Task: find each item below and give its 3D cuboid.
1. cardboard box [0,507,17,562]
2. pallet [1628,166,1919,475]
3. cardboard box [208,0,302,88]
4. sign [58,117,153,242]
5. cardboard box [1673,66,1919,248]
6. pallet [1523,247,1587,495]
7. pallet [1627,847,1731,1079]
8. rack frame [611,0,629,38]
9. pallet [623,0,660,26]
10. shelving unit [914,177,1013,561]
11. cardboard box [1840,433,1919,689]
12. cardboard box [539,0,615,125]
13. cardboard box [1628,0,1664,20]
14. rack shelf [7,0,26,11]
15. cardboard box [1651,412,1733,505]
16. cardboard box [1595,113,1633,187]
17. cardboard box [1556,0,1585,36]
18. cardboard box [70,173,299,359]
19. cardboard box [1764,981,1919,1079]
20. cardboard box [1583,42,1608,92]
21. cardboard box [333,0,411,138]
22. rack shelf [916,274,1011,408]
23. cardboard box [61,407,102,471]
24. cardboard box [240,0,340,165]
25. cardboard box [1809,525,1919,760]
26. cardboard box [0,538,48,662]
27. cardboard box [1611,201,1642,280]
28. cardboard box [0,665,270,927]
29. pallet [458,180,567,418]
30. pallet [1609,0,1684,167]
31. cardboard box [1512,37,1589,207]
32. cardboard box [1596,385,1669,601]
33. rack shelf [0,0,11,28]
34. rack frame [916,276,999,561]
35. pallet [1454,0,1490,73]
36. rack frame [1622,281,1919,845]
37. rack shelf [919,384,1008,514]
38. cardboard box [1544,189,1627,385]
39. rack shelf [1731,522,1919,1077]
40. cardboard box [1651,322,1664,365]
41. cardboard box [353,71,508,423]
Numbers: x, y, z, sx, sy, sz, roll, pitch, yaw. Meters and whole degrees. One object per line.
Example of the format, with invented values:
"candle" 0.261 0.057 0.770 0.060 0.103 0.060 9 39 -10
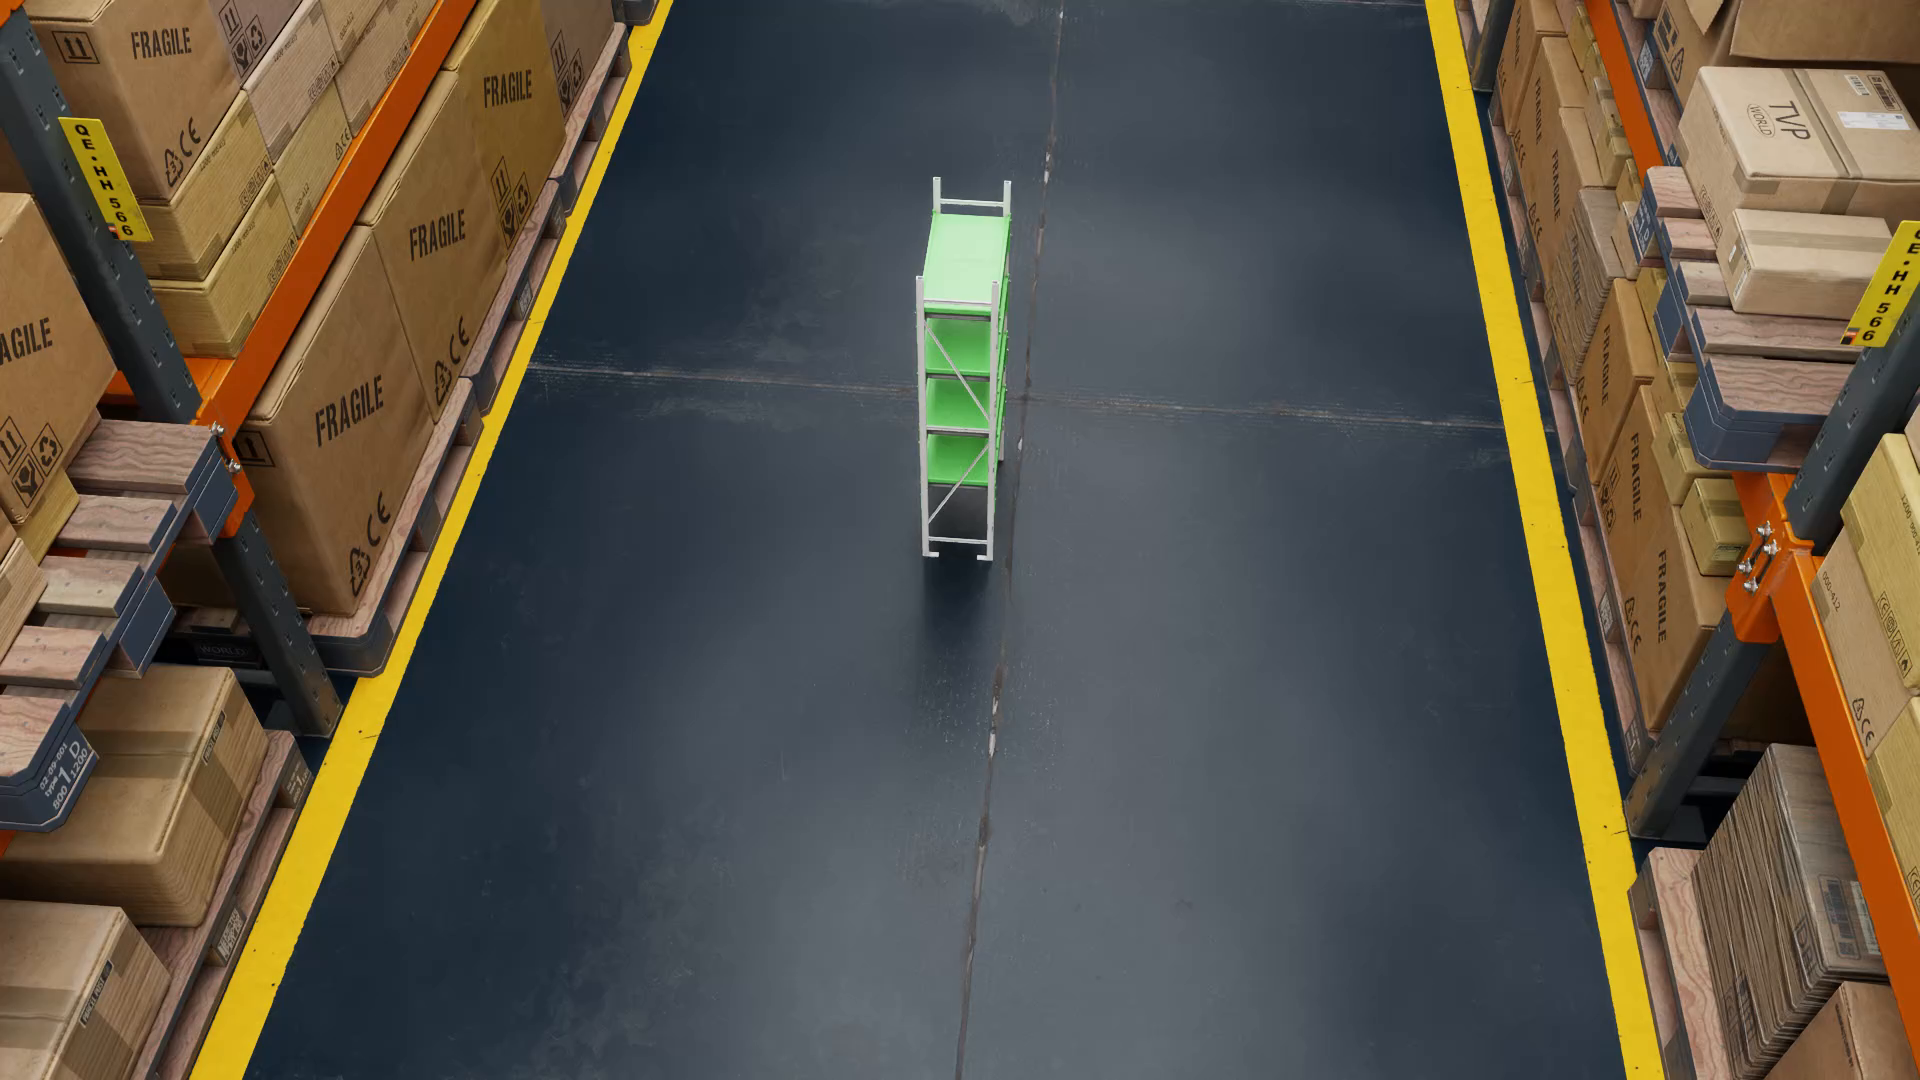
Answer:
"cardboard box" -2.253 -0.010 3.172 0.500 0.500 0.500 3 48 3
"pallet" 2.484 -0.574 4.373 1.213 0.211 1.003 4 48 4
"cardboard box" -2.128 -1.550 4.389 0.500 0.500 0.500 4 48 4
"sign" -1.910 -0.802 3.720 0.100 0.325 0.005 4 48 4
"cardboard box" 2.265 -1.025 4.471 0.500 0.250 0.500 2 48 2
"pallet" 2.711 -0.635 6.188 1.003 0.211 1.213 4 48 4
"pallet" 2.378 1.407 4.320 1.003 0.211 1.213 4 48 4
"rack frame" -2.087 -3.407 6.833 1.000 3.000 0.127 4 48 4
"pallet" -1.940 -3.019 8.368 1.003 0.211 1.213 4 48 4
"shelving unit" 0.015 -0.527 5.419 0.258 1.200 0.503 4 48 4
"cardboard box" 2.183 0.053 3.431 0.500 0.250 0.500 4 48 3
"cardboard box" -2.064 -2.370 7.041 0.875 0.875 0.875 5 48 5
"cardboard box" 2.471 -1.954 5.152 0.700 0.500 0.500 4 48 3
"rack shelf" -2.269 -2.707 4.648 1.077 0.370 4.000 4 48 4
"cardboard box" 2.278 -0.236 4.903 0.380 0.149 0.250 2 48 2
"cardboard box" 2.502 -1.383 5.952 0.380 0.149 0.250 5 48 5
"cardboard box" 2.610 -2.138 6.643 0.380 0.149 0.250 3 48 2
"cardboard box" -2.157 -0.760 4.514 0.500 0.250 0.500 3 48 3
"cardboard box" 2.369 1.461 3.705 0.875 0.625 0.625 5 48 5
"cardboard box" 2.587 -1.747 6.285 0.380 0.149 0.250 3 48 3
"cardboard box" -2.074 -1.523 5.212 0.500 0.250 0.500 5 48 5
"rack shelf" 0.015 -0.645 5.289 0.258 0.148 0.480 4 48 4
"cardboard box" -2.247 -0.268 3.848 0.380 0.149 0.250 5 48 5
"cardboard box" -2.111 -1.321 4.688 0.500 0.250 0.500 5 48 4
"cardboard box" 2.208 0.224 3.614 0.500 0.250 0.500 4 48 4
"cardboard box" -2.178 0.122 3.491 0.380 0.149 0.250 4 48 3
"cardboard box" 2.433 -1.006 5.607 0.380 0.149 0.250 2 48 2
"cardboard box" -2.513 0.692 4.580 0.950 0.372 0.625 1 48 1
"pallet" -2.191 -0.995 6.517 1.003 0.211 1.213 4 48 4
"pallet" 2.664 -1.501 5.220 1.003 0.211 1.213 4 48 4
"cardboard box" 2.549 -1.642 6.628 0.500 0.500 0.500 3 48 3
"cardboard box" 2.372 -0.127 5.243 0.500 0.500 0.500 3 48 3
"rack shelf" -2.634 0.233 1.959 1.077 0.370 4.000 4 48 4
"rack frame" -0.007 -0.347 5.255 0.240 1.200 0.015 4 48 4
"pallet" 2.920 -2.639 8.021 1.003 0.211 1.213 4 48 4
"rack frame" 2.492 -0.136 3.842 1.000 3.000 0.127 4 48 4
"rack shelf" 0.015 -0.322 5.643 0.258 0.148 0.480 4 48 4
"cardboard box" 2.446 -0.894 5.945 0.500 0.500 0.500 2 48 2
"rack shelf" 2.309 1.576 2.763 1.077 0.370 4.000 4 48 4
"cardboard box" 2.416 -0.618 5.252 0.380 0.149 0.250 5 48 5
"cardboard box" -2.221 -1.049 5.832 0.875 0.875 0.875 4 48 4
